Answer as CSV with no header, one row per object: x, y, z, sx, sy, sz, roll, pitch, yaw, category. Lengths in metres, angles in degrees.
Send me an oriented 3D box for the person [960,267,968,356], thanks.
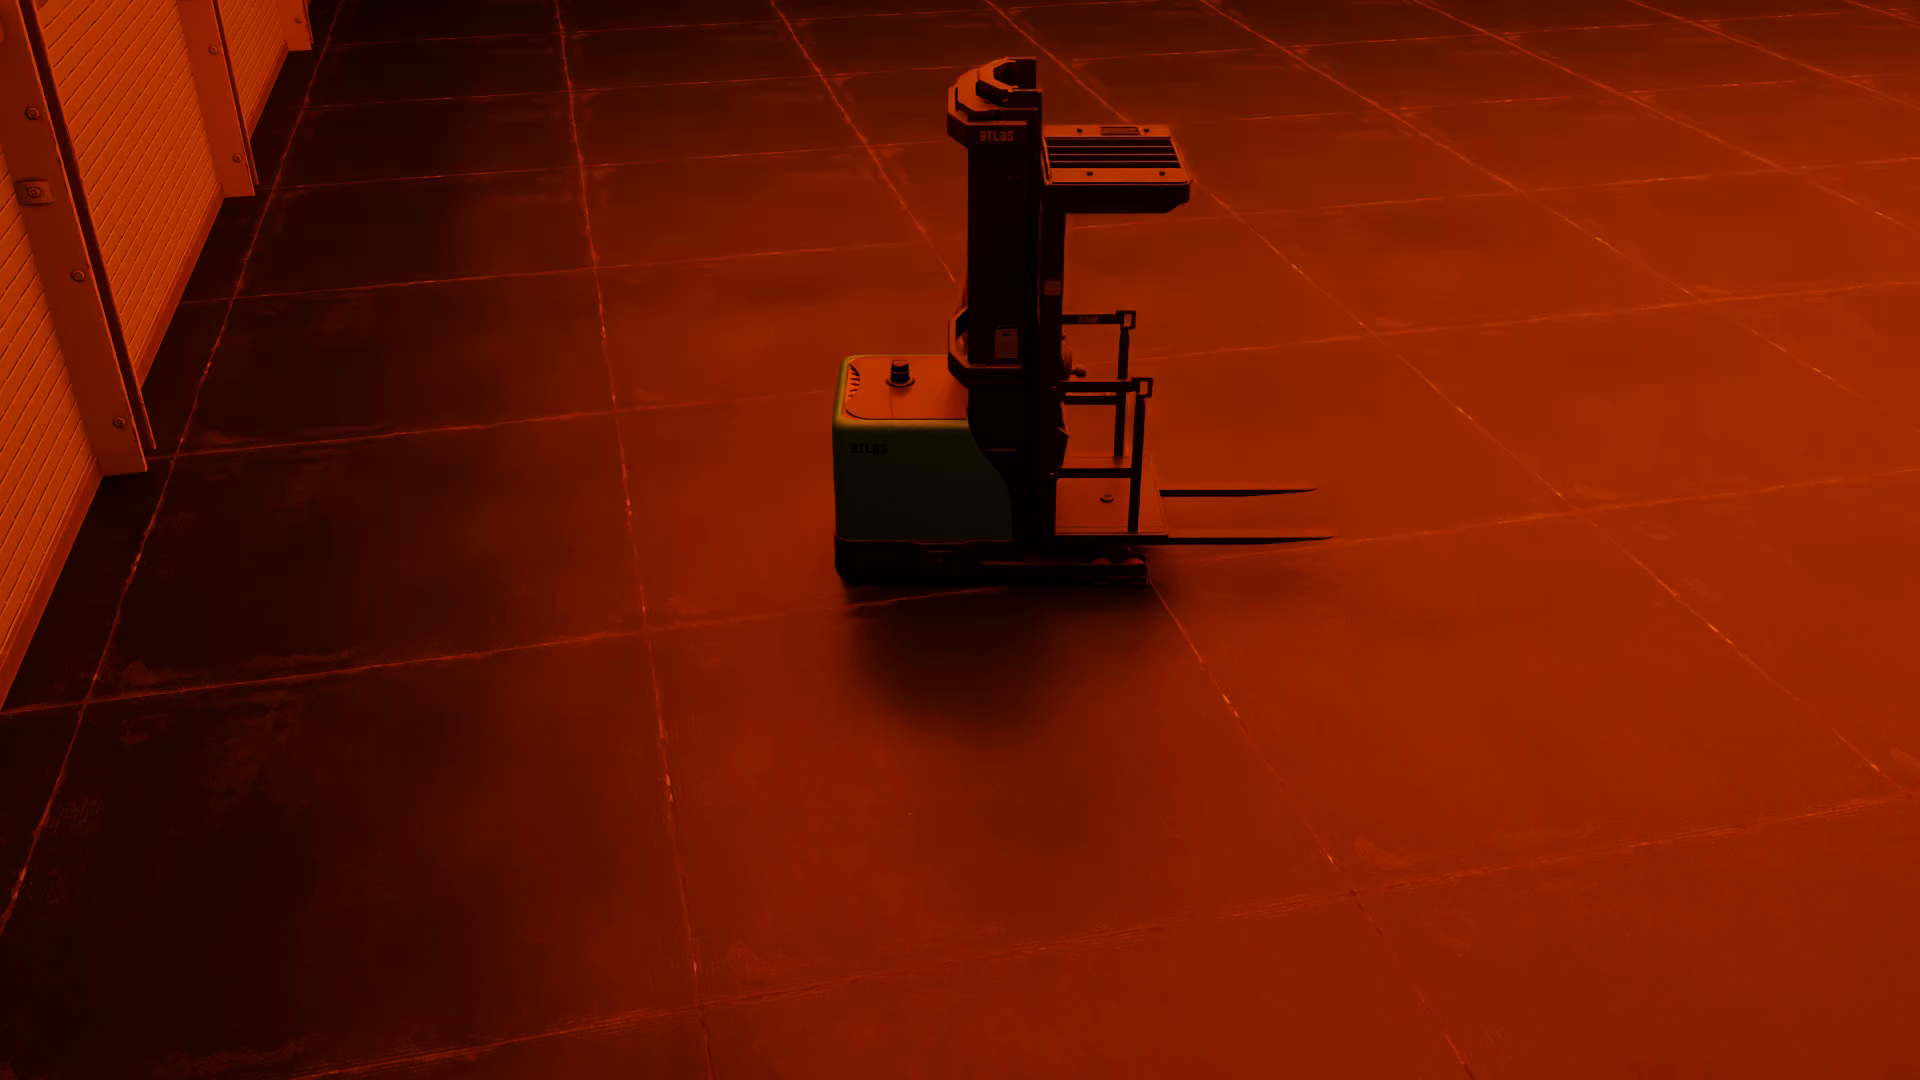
0.221,-1.798,12.068,0.583,1.639,0.720,-8,31,-14,person

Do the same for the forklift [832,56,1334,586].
0.759,-1.260,9.751,3.031,2.935,1.130,0,30,0,forklift
